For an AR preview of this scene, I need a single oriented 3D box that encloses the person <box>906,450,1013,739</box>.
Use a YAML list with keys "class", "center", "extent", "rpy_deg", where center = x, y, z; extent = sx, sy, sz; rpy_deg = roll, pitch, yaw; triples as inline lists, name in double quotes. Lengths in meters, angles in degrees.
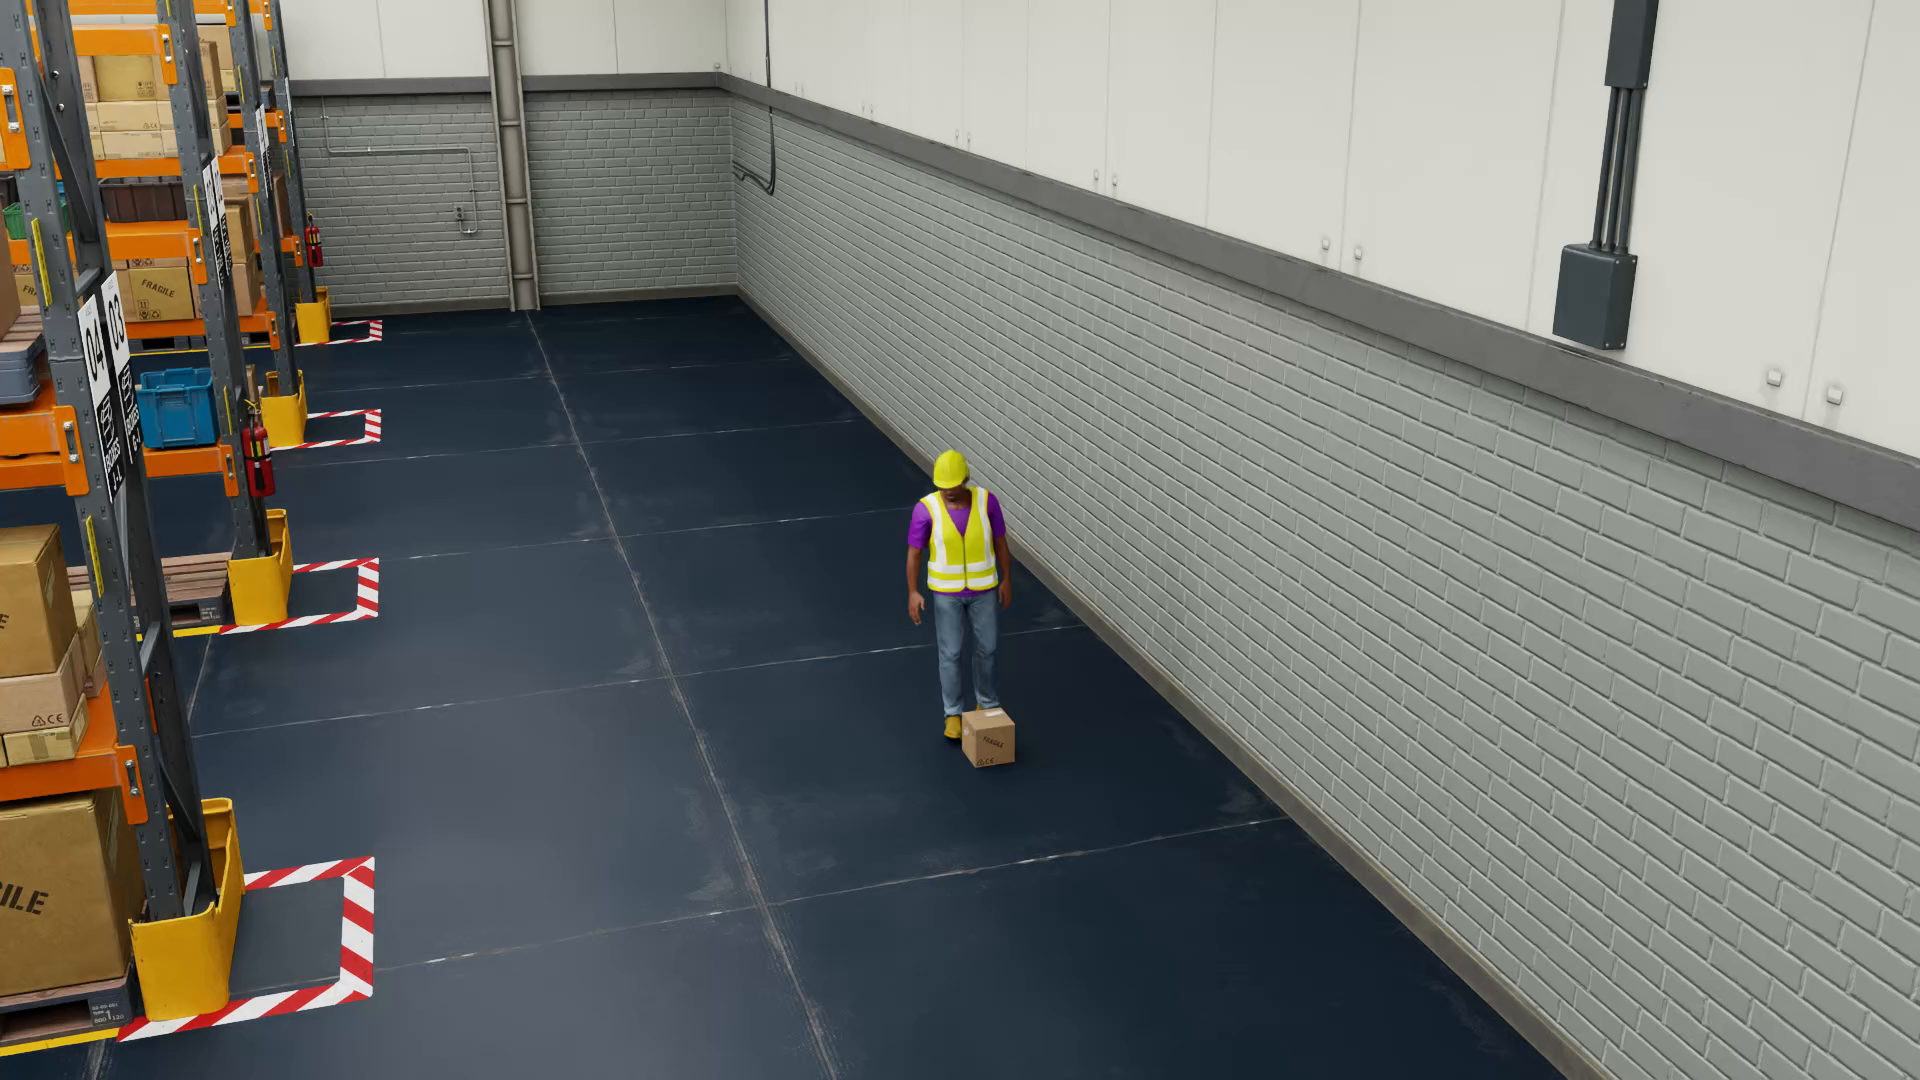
- class: "person"
  center: [0.008, 0.354, 10.086]
  extent: [0.658, 1.841, 0.482]
  rpy_deg: [-3, 19, -9]
